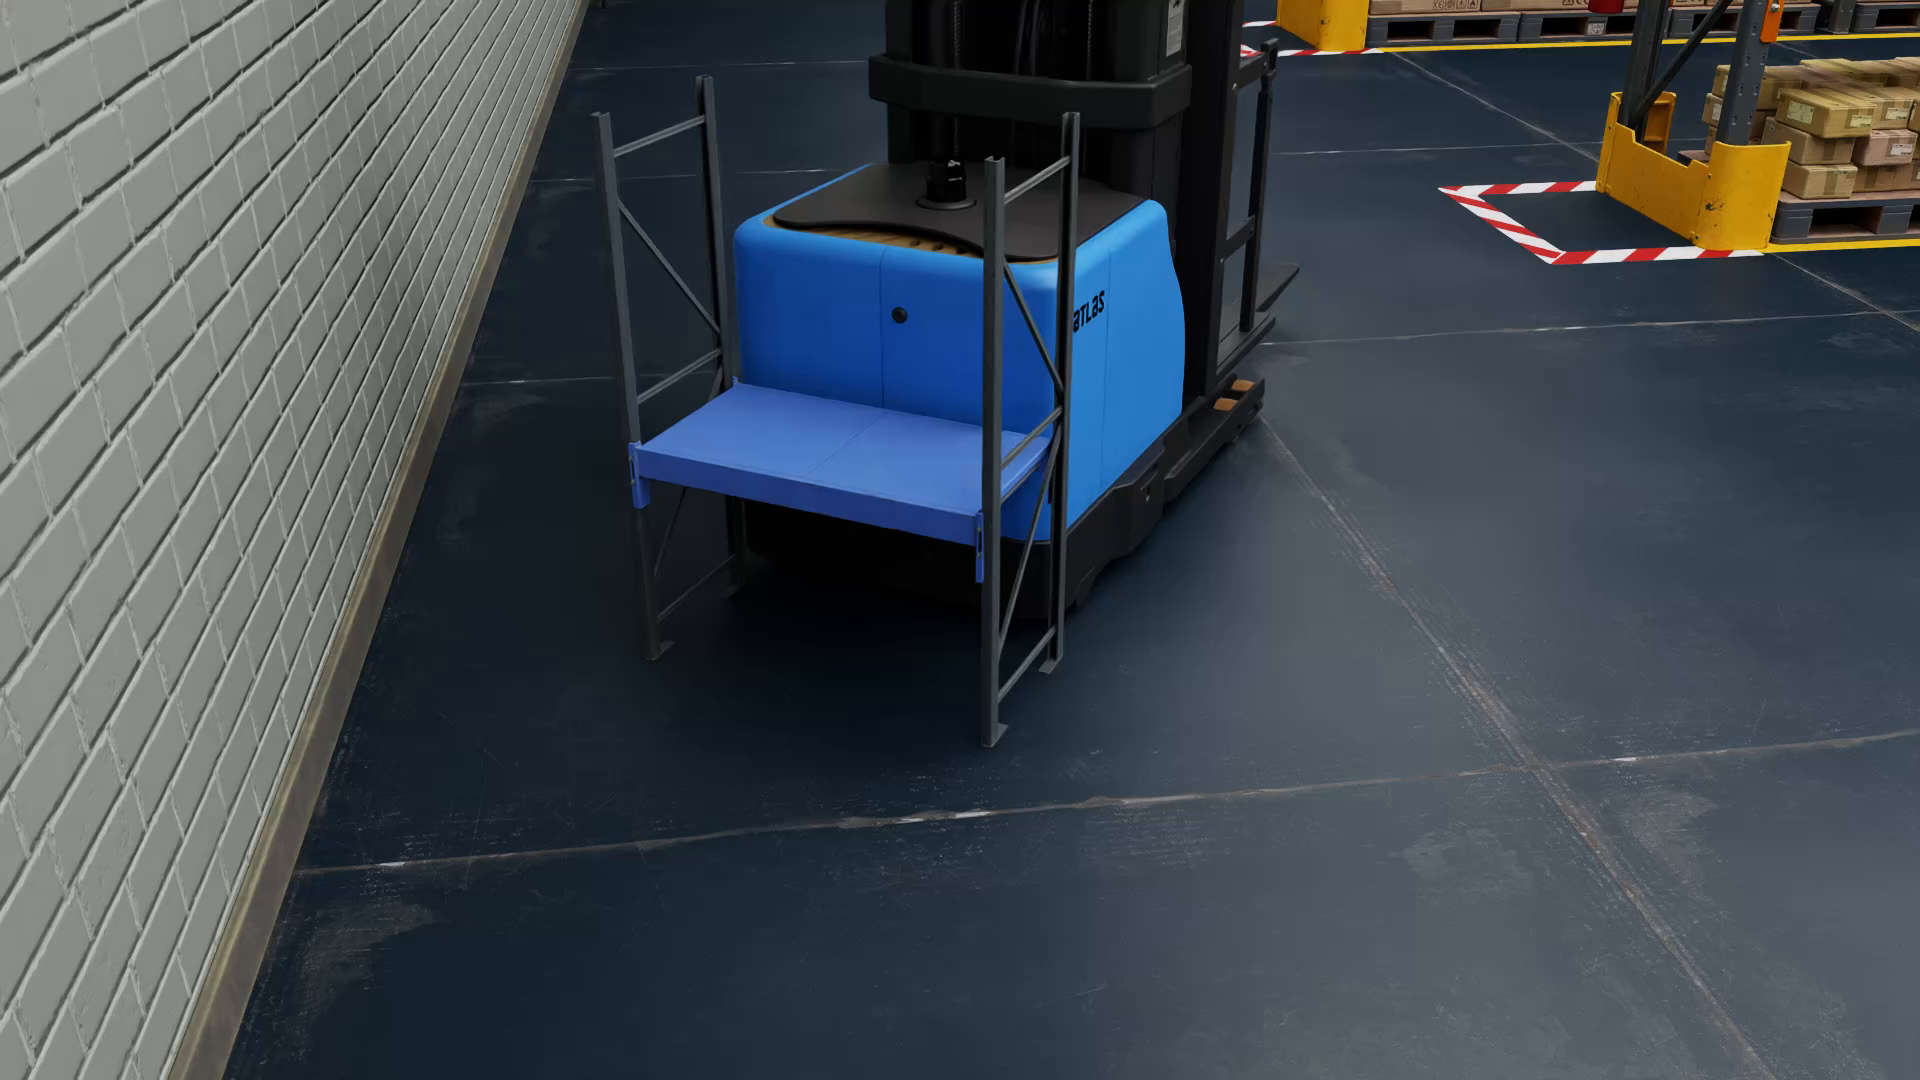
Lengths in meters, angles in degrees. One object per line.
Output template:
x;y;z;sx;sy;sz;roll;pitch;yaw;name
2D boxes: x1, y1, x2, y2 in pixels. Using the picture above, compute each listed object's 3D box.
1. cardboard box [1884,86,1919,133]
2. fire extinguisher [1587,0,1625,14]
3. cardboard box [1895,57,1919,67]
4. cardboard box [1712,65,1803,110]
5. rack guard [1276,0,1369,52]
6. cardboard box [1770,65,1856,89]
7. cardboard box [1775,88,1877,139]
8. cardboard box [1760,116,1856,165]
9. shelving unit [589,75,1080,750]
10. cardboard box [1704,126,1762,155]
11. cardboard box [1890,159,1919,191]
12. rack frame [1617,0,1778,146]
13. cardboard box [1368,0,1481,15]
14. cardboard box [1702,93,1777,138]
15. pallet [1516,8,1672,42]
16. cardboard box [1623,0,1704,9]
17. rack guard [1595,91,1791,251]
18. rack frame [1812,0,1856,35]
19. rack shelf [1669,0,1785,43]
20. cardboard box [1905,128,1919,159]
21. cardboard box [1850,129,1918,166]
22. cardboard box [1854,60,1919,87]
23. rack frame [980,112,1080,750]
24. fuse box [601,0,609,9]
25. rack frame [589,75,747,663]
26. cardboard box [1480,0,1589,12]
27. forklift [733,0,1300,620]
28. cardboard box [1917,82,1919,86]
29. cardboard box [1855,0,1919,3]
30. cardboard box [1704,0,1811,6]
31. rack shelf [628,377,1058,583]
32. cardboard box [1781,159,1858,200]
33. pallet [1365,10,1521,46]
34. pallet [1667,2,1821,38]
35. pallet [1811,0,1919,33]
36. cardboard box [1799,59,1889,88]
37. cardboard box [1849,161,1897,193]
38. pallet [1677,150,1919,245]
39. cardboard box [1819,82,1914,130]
4.662;-2.073;8.015;0.250;0.149;0.380;-4;27;-7;cardboard box
3.259;-2.972;8.250;0.183;0.674;0.296;-4;27;-7;fire extinguisher
5.081;-2.405;8.663;0.250;0.149;0.380;-3;27;-5;cardboard box
4.062;-2.311;8.480;0.250;0.149;0.380;-3;27;-7;cardboard box
2.759;-4.098;12.688;0.348;0.500;1.175;-4;27;-7;rack guard
4.318;-2.301;8.461;0.250;0.149;0.380;-3;27;-6;cardboard box
4.139;-2.043;7.957;0.250;0.149;0.380;-5;28;-9;cardboard box
4.127;-1.948;8.098;0.250;0.149;0.380;-3;27;-5;cardboard box
-0.295;-0.338;4.266;1.048;1.500;0.538;12;29;22;shelving unit
4.065;-2.026;8.576;0.250;0.149;0.380;-3;27;-6;cardboard box
4.629;-1.860;8.251;0.250;0.149;0.380;-3;27;-7;cardboard box
3.573;-2.980;7.772;0.127;3.000;1.000;-4;27;-7;rack frame
3.422;-4.345;12.780;0.875;0.438;0.875;-5;28;-9;cardboard box
4.055;-2.193;8.576;0.250;0.149;0.380;-4;27;-8;cardboard box
4.769;-4.133;13.074;1.213;0.211;1.003;-4;27;-7;pallet
5.221;-4.464;13.011;0.875;0.438;0.875;-4;27;-9;cardboard box
3.648;-1.873;8.352;0.348;0.500;1.175;-4;27;-7;rack guard
6.744;-5.466;12.616;0.127;3.000;1.000;-4;27;-7;rack frame
5.553;-2.787;8.184;4.000;0.370;1.077;-4;27;-7;rack shelf
4.636;-1.996;8.190;0.250;0.149;0.380;-3;27;-6;cardboard box
4.406;-1.940;8.082;0.250;0.149;0.380;-4;27;-7;cardboard box
4.822;-2.363;8.581;0.250;0.149;0.380;-5;28;-9;cardboard box
0.168;-0.242;4.079;0.032;1.500;0.500;12;29;22;rack frame
-2.946;-5.228;13.564;0.414;1.711;0.539;-4;27;-7;fuse box
-0.757;-0.434;4.454;0.032;1.500;0.500;12;29;22;rack frame
4.328;-4.407;12.900;0.875;0.438;0.875;-3;27;-6;cardboard box
0.459;-1.724;5.400;1.130;2.935;3.031;13;30;23;forklift
4.896;-2.126;8.119;0.250;0.149;0.380;-5;28;-10;cardboard box
7.347;-4.783;13.153;0.875;0.875;0.875;-3;27;-6;cardboard box
6.107;-4.521;13.122;0.875;0.438;0.875;-4;27;-8;cardboard box
-0.295;-0.178;4.348;1.000;0.185;0.538;12;29;22;rack shelf
4.136;-1.787;8.110;0.250;0.149;0.380;-3;27;-6;cardboard box
3.564;-4.057;12.925;1.213;0.211;1.003;-4;27;-7;pallet
5.980;-4.212;13.228;1.213;0.211;1.003;-4;27;-7;pallet
7.497;-4.308;13.415;1.213;0.211;1.003;-4;27;-7;pallet
4.557;-2.375;8.605;0.250;0.149;0.380;-4;27;-8;cardboard box
4.384;-1.841;8.214;0.250;0.149;0.380;-4;27;-7;cardboard box
4.457;-1.780;8.488;1.213;0.211;1.003;-4;27;-7;pallet
4.395;-2.115;8.097;0.250;0.149;0.380;-3;27;-6;cardboard box
